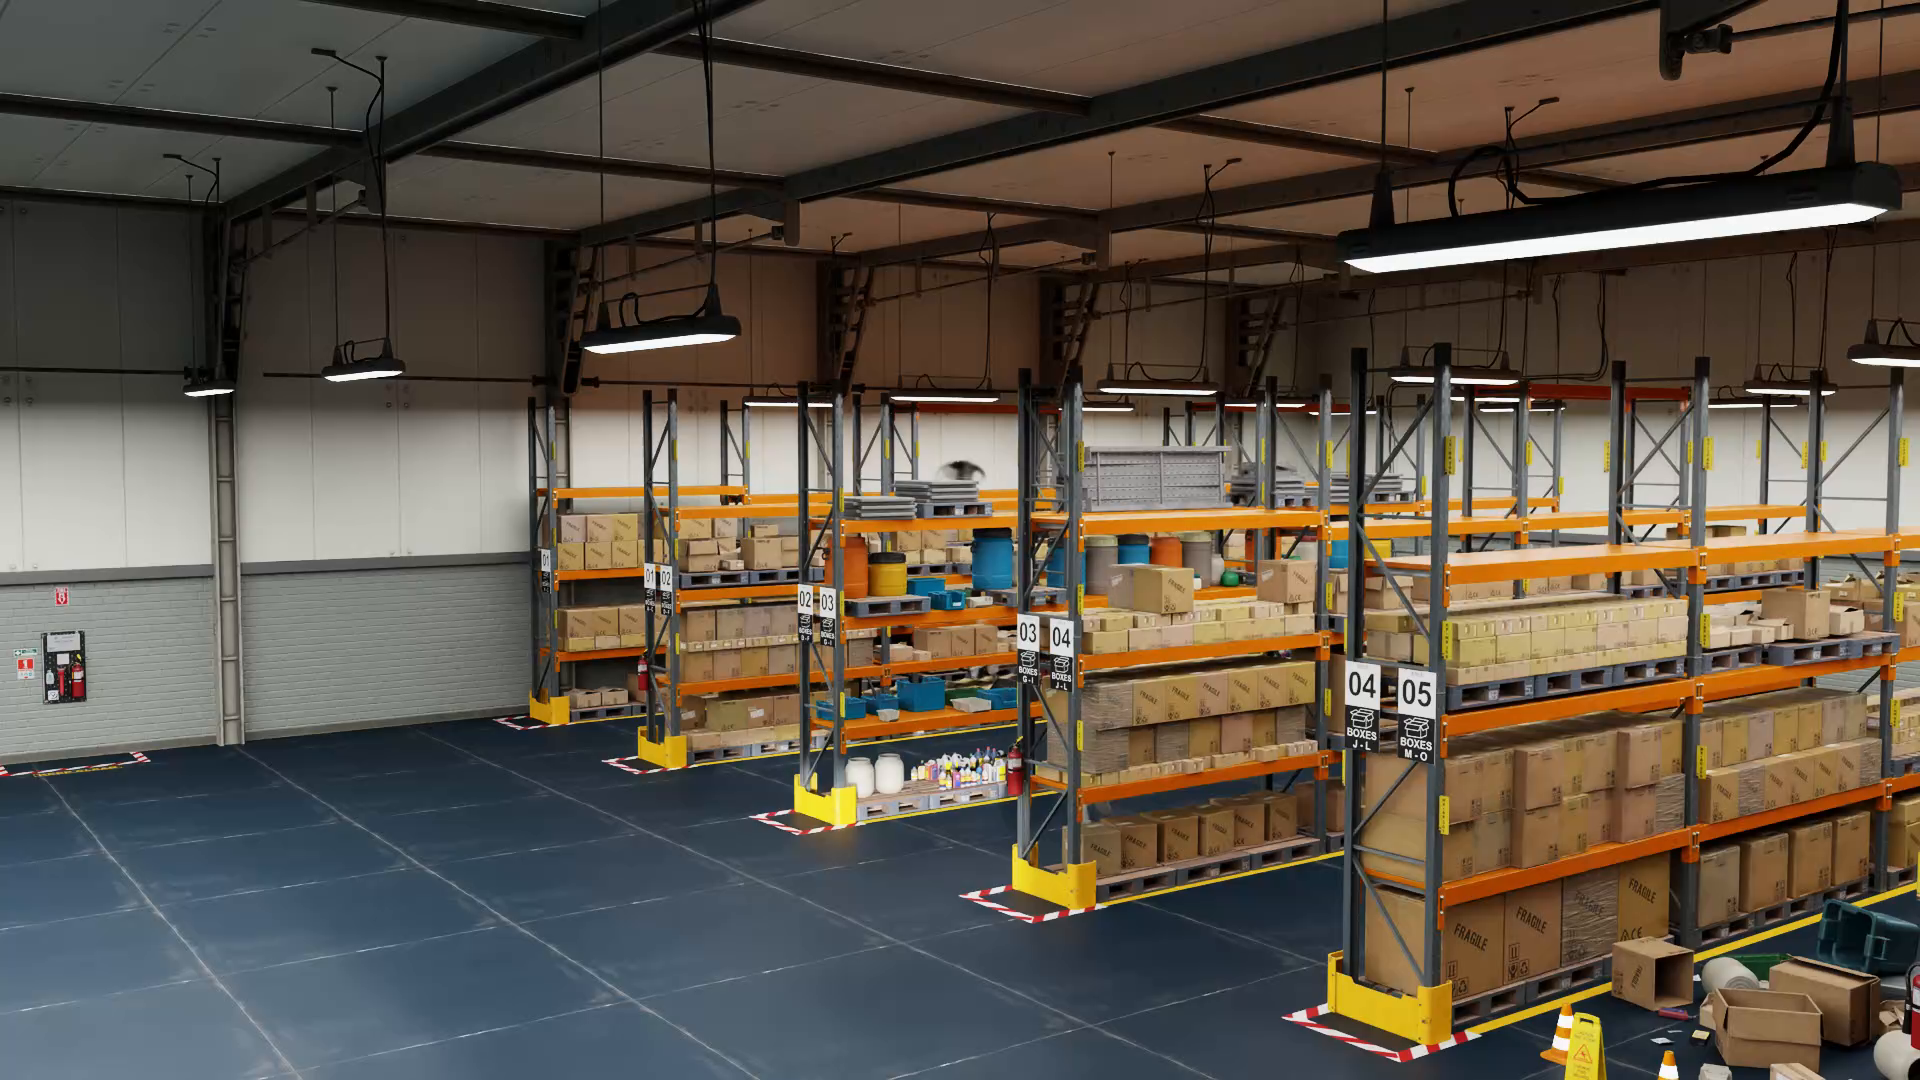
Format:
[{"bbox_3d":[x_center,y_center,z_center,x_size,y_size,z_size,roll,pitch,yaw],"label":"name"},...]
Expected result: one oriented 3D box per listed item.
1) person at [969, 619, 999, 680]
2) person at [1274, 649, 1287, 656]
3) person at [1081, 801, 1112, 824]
[{"bbox_3d":[0.433,2.452,32.608,0.744,1.614,0.774,1,4,18],"label":"person"},{"bbox_3d":[5.705,2.488,30.463,0.563,1.742,0.647,-2,4,-26],"label":"person"},{"bbox_3d":[1.742,3.083,21.588,0.679,1.590,0.731,-1,3,-11],"label":"person"}]
